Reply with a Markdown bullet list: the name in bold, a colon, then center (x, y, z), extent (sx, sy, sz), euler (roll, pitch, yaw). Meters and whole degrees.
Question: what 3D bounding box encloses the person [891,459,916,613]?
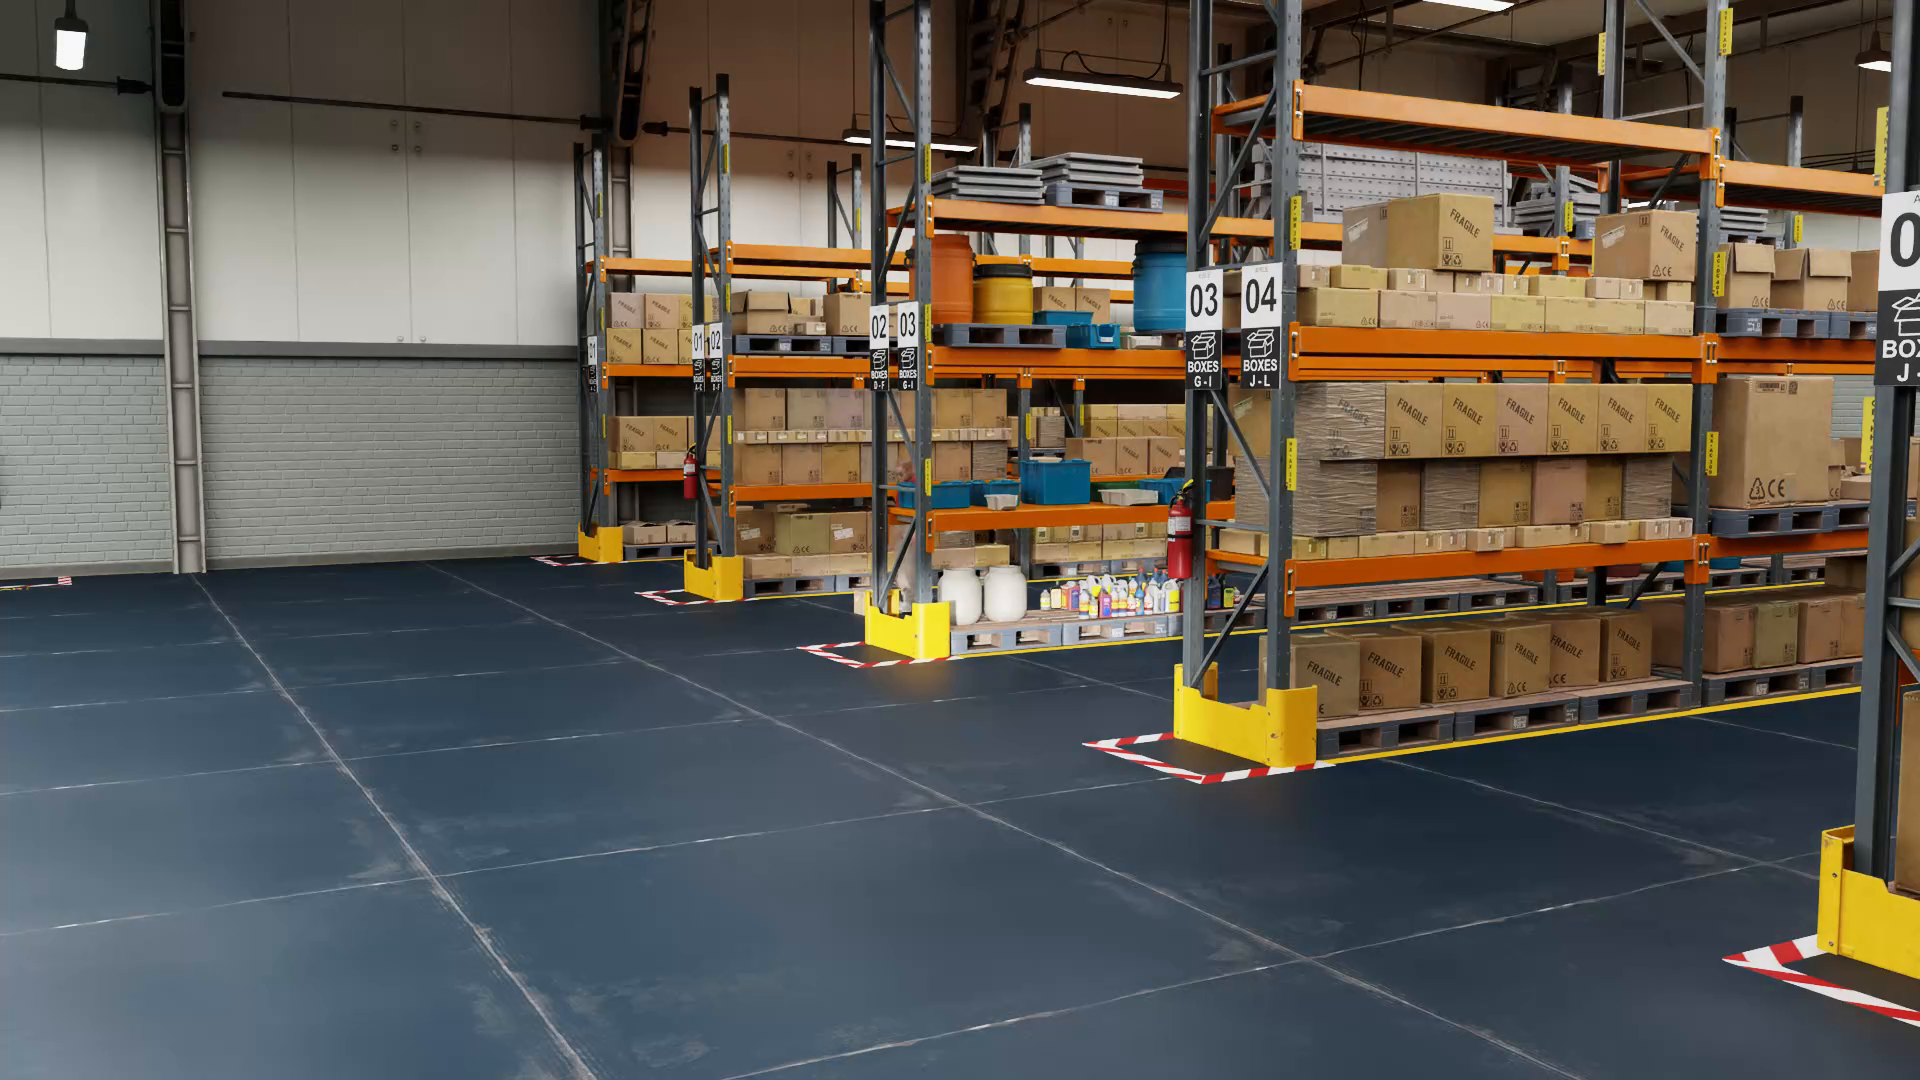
- **person**: center (-0.528, -0.049, 18.239), extent (0.410, 1.684, 0.553), euler (-3, 6, -27)
